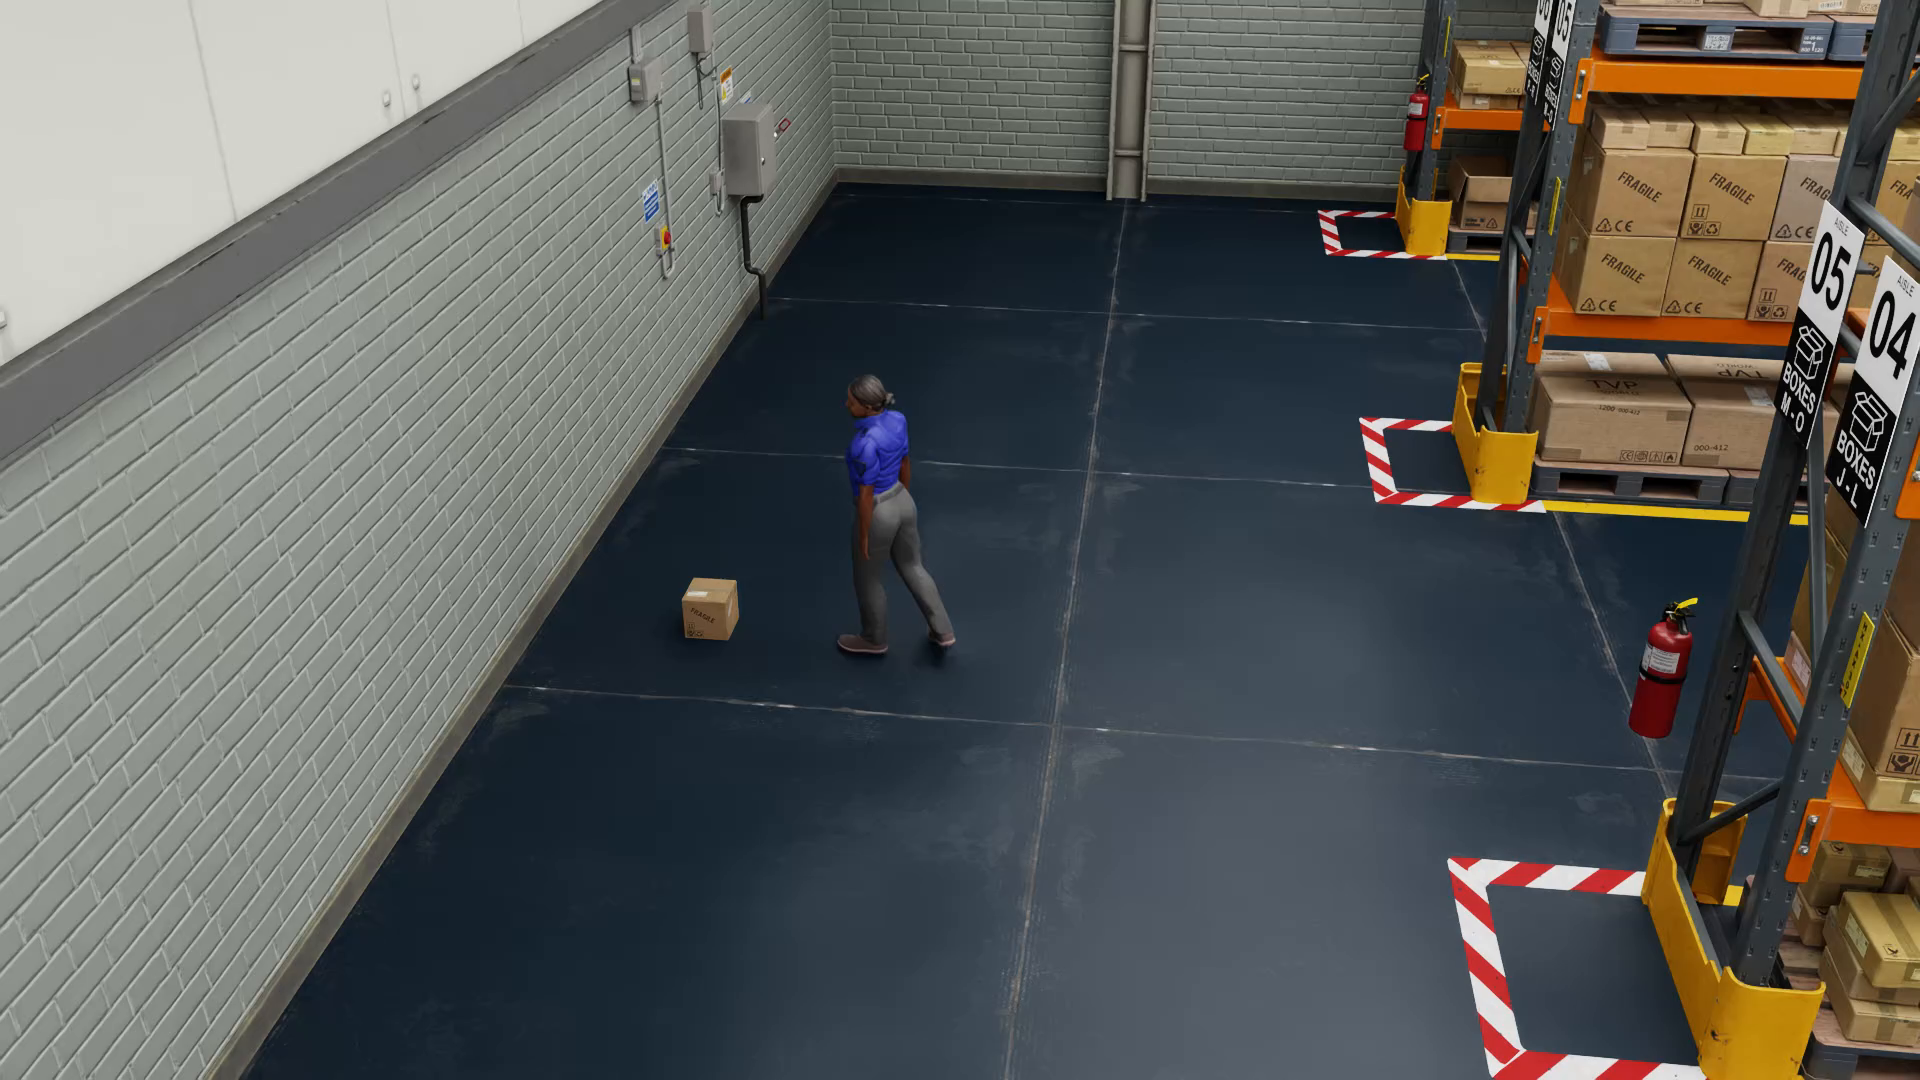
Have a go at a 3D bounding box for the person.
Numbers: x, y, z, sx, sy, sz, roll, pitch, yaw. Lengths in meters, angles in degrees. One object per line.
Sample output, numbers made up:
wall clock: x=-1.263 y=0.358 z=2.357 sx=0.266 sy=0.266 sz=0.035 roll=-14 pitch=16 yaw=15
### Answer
person: x=-0.345 y=-0.107 z=8.815 sx=0.656 sy=1.652 sz=0.479 roll=17 pitch=33 yaw=28
